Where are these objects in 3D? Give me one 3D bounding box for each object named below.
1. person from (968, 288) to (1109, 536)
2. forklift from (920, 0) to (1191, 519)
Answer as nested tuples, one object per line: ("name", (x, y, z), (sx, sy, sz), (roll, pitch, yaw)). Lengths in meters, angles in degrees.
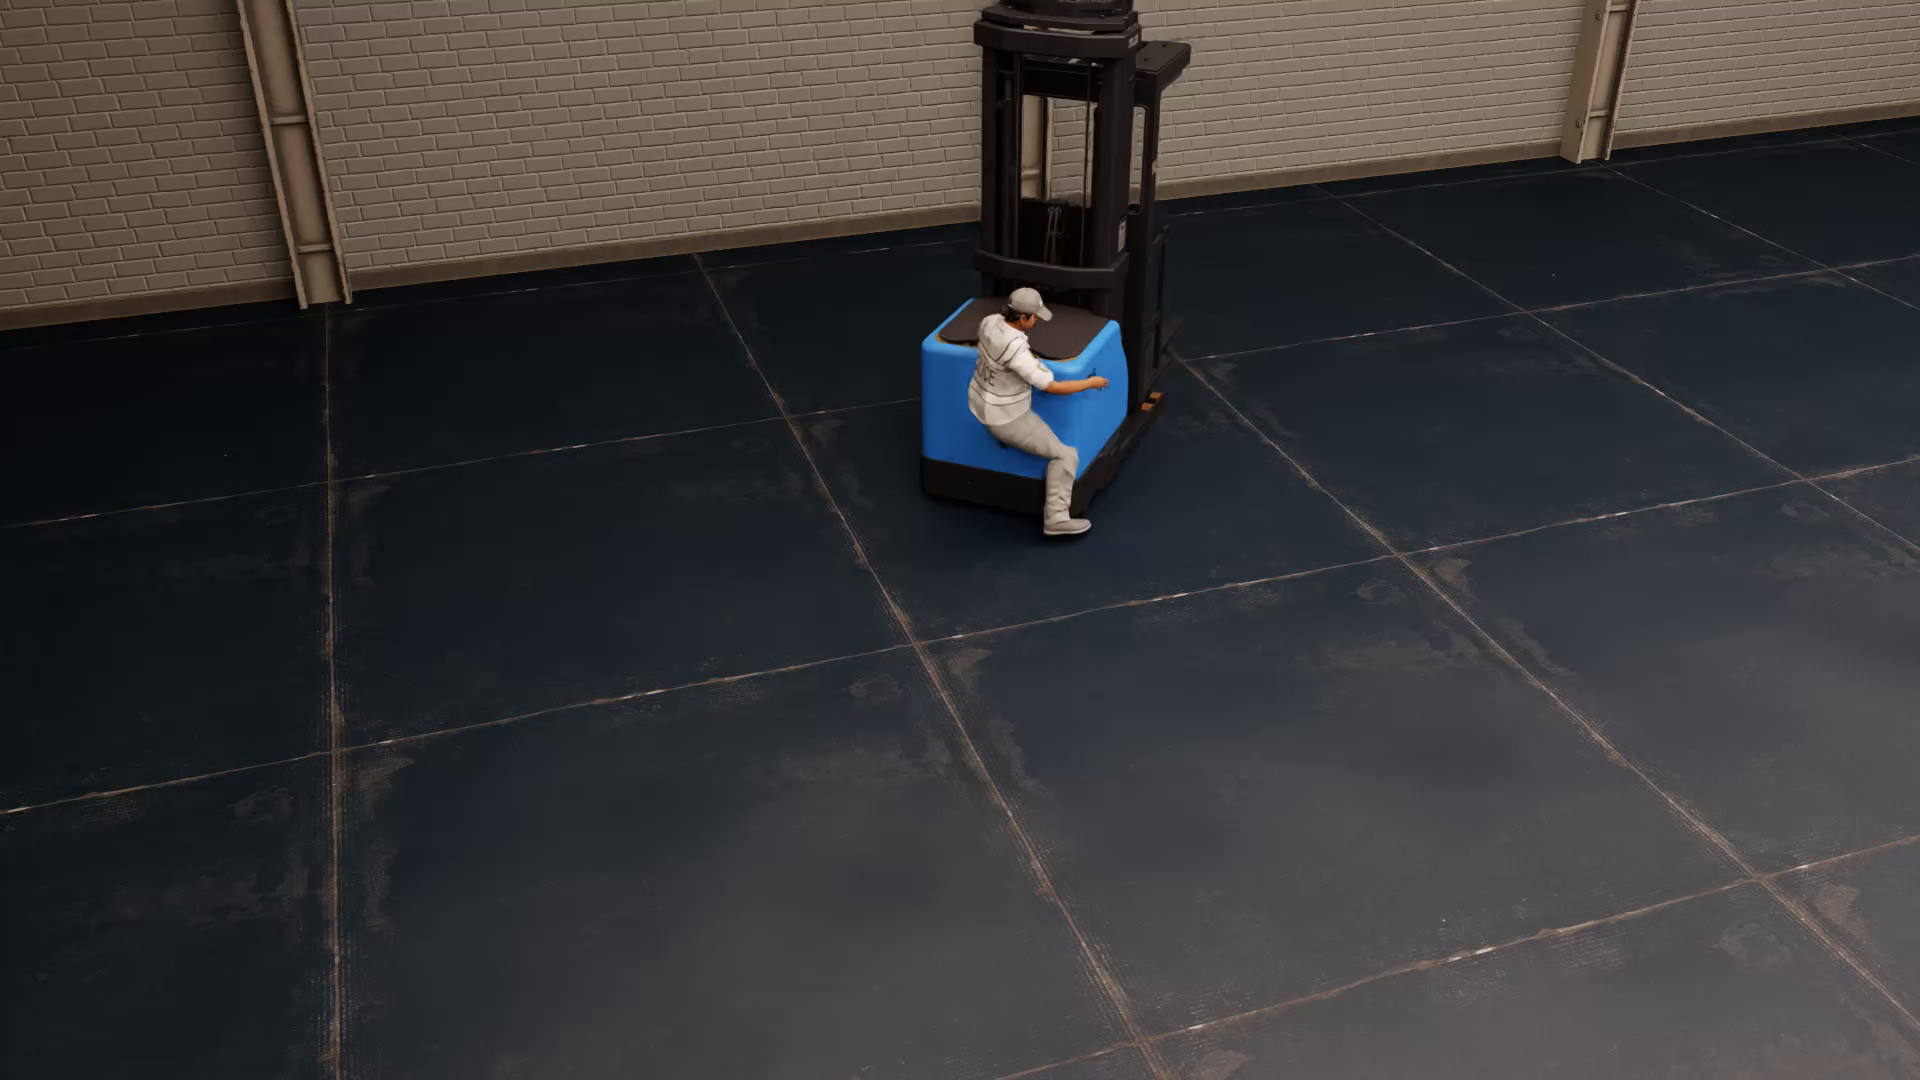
("person", (0.459, -0.842, 9.933), (0.744, 1.468, 0.850), (-12, 32, -20))
("forklift", (0.785, -2.114, 10.761), (1.130, 2.935, 3.031), (12, 32, 19))
